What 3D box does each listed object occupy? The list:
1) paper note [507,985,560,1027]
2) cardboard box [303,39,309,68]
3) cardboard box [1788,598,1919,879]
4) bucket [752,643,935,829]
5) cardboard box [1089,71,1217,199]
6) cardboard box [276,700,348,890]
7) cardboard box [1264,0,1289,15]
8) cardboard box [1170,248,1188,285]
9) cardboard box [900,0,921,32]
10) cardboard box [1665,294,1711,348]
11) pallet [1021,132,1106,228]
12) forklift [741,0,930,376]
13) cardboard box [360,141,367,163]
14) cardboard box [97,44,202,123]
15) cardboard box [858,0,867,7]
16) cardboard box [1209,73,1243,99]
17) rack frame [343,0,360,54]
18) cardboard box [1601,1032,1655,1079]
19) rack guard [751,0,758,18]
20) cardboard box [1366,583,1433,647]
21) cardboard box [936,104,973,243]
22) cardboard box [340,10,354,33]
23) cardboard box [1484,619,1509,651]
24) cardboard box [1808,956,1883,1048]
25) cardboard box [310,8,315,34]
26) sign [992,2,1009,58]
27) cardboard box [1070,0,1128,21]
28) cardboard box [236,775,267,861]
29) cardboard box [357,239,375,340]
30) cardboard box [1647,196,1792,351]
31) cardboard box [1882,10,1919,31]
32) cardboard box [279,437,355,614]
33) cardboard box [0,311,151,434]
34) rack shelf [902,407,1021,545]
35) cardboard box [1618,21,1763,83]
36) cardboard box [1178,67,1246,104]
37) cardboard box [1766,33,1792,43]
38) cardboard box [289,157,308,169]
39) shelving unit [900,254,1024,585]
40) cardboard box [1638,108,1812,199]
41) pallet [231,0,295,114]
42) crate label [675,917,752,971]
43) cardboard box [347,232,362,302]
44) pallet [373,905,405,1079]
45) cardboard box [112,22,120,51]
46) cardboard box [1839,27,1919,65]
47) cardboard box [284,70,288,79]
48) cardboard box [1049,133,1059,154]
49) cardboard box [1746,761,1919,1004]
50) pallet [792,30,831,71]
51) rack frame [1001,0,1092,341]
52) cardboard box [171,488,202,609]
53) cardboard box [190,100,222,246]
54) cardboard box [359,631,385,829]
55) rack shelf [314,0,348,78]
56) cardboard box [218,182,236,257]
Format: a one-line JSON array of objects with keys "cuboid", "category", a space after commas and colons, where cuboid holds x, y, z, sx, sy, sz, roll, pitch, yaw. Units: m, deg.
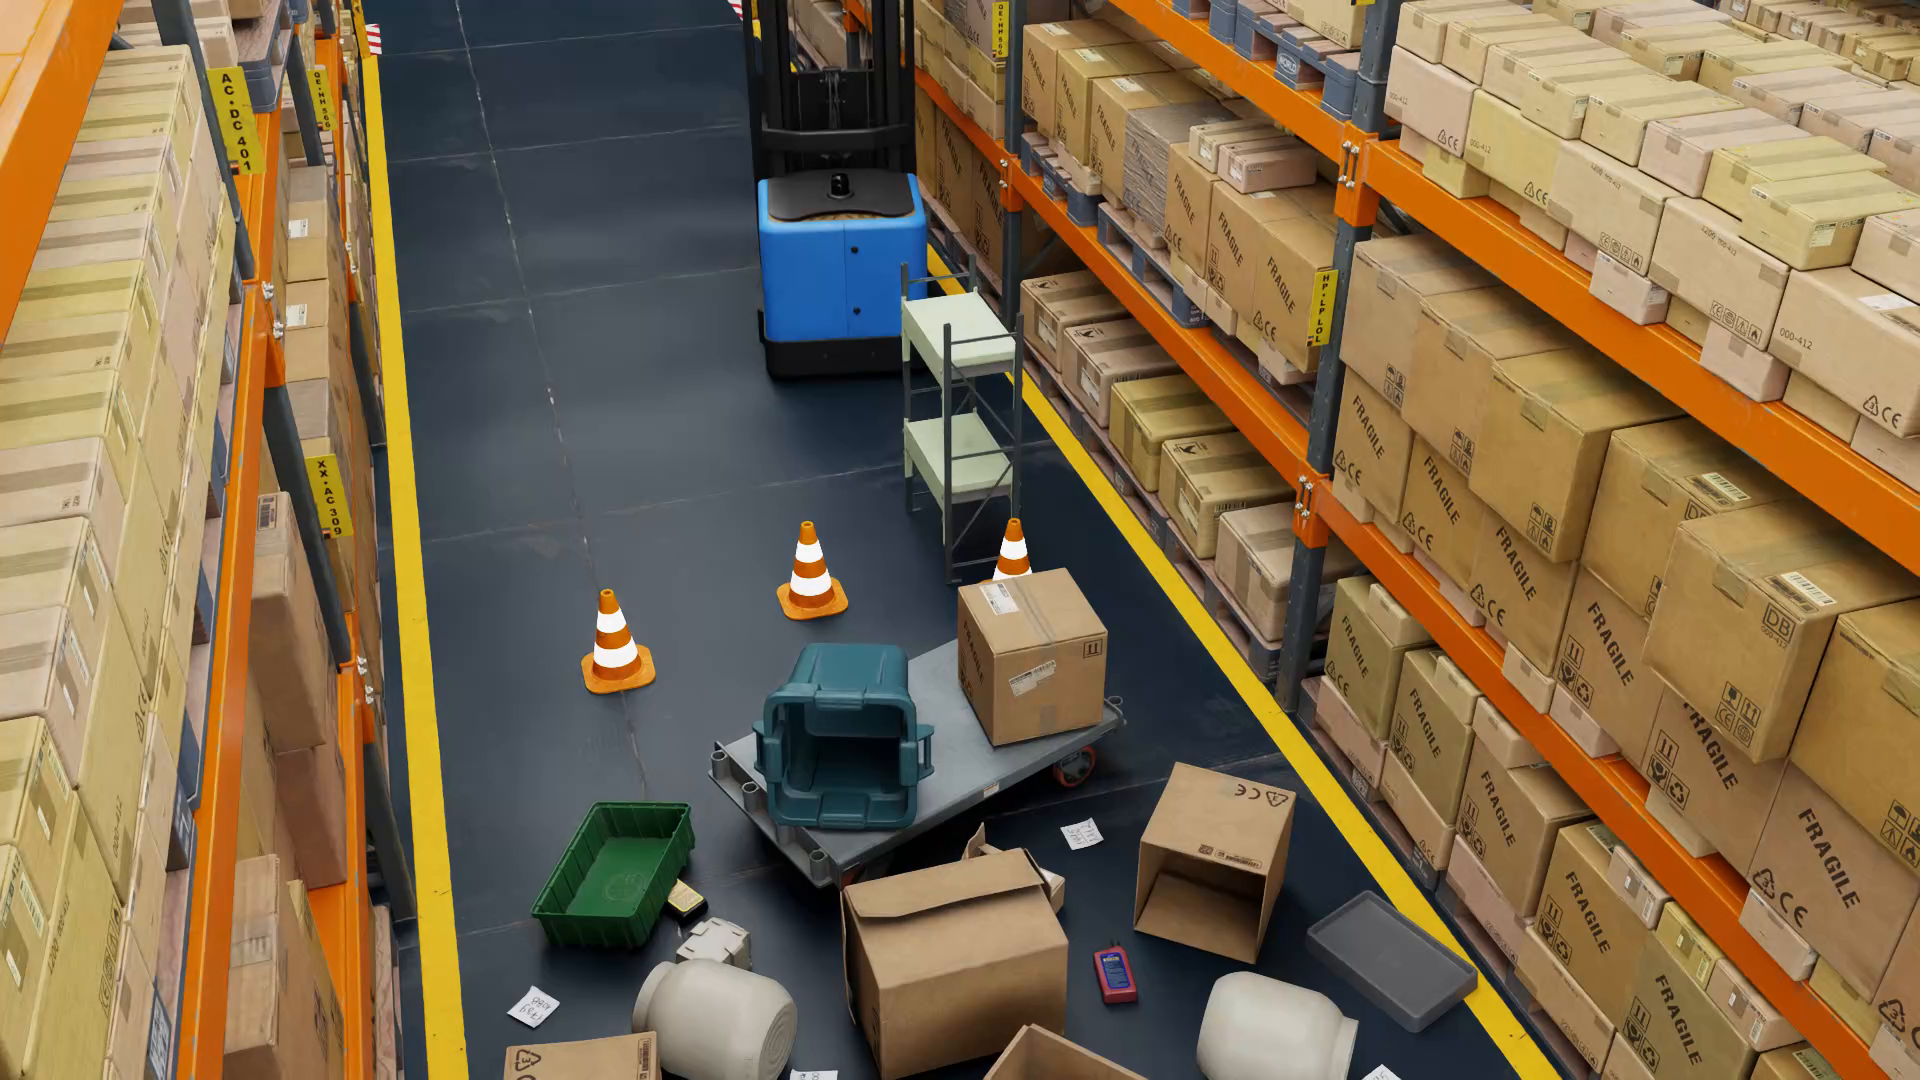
[{"cuboid": [-1.627, 1.780, 6.347, 0.142, 0.020, 0.147, 19, 38, 26], "category": "paper note"}, {"cuboid": [-4.351, -3.058, 10.554, 0.380, 0.149, 0.250, -9, 34, -13], "category": "cardboard box"}, {"cuboid": [2.698, 0.474, 4.364, 0.700, 0.500, 0.500, -10, 35, -14], "category": "cardboard box"}, {"cuboid": [-0.457, 0.756, 6.795, 0.726, 0.611, 0.620, 1, 23, 2], "category": "bucket"}, {"cuboid": [1.020, -2.160, 8.877, 0.500, 0.500, 0.500, -9, 35, -14], "category": "cardboard box"}, {"cuboid": [-2.381, 0.755, 5.070, 0.875, 0.550, 0.550, -10, 35, -15], "category": "cardboard box"}, {"cuboid": [1.523, -2.457, 7.102, 0.500, 0.250, 0.500, -10, 35, -14], "category": "cardboard box"}, {"cuboid": [1.272, -1.377, 8.279, 0.380, 0.149, 0.250, -10, 35, -15], "category": "cardboard box"}, {"cuboid": [-0.115, -3.809, 11.795, 0.500, 0.250, 0.500, -11, 35, -16], "category": "cardboard box"}, {"cuboid": [2.321, -0.675, 4.877, 0.380, 0.149, 0.250, -10, 35, -14], "category": "cardboard box"}, {"cuboid": [1.088, -2.208, 9.865, 1.213, 0.211, 1.003, -10, 35, -15], "category": "pallet"}, {"cuboid": [-0.863, -3.052, 11.030, 1.130, 2.935, 3.031, -3, 34, -5], "category": "forklift"}, {"cuboid": [-4.940, -3.090, 13.230, 0.380, 0.149, 0.250, -12, 35, -17], "category": "cardboard box"}, {"cuboid": [-2.279, -1.217, 4.502, 0.380, 0.149, 0.250, -10, 35, -15], "category": "cardboard box"}, {"cuboid": [-0.569, -4.407, 13.154, 0.500, 0.250, 0.500, -11, 35, -16], "category": "cardboard box"}, {"cuboid": [1.536, -2.445, 8.719, 0.380, 0.149, 0.250, -12, 35, -17], "category": "cardboard box"}, {"cuboid": [-6.355, -5.959, 15.367, 1.000, 3.000, 0.127, -10, 35, -15], "category": "rack frame"}, {"cuboid": [2.556, 1.875, 5.624, 0.500, 0.250, 0.500, -10, 35, -15], "category": "cardboard box"}, {"cuboid": [-1.679, -5.815, 17.415, 1.175, 0.500, 0.348, -10, 35, -15], "category": "rack guard"}, {"cuboid": [1.893, 0.275, 6.777, 0.380, 0.149, 0.250, -10, 35, -14], "category": "cardboard box"}, {"cuboid": [0.369, -2.779, 12.100, 0.875, 0.875, 0.875, -10, 35, -14], "category": "cardboard box"}, {"cuboid": [-5.730, -4.702, 15.129, 0.380, 0.149, 0.250, -11, 35, -16], "category": "cardboard box"}, {"cuboid": [2.169, 0.308, 6.110, 0.380, 0.149, 0.250, -10, 35, -15], "category": "cardboard box"}, {"cuboid": [2.650, 1.248, 4.689, 0.380, 0.149, 0.250, -11, 35, -16], "category": "cardboard box"}, {"cuboid": [-4.745, -3.618, 11.671, 0.380, 0.149, 0.250, -10, 35, -14], "category": "cardboard box"}, {"cuboid": [0.241, -3.033, 9.888, 0.100, 0.325, 0.005, -10, 35, -15], "category": "sign"}, {"cuboid": [0.851, -3.404, 10.502, 0.500, 0.500, 0.500, -11, 35, -16], "category": "cardboard box"}, {"cuboid": [-2.133, 0.880, 3.901, 0.875, 0.550, 0.500, -10, 35, -15], "category": "cardboard box"}, {"cuboid": [-4.044, -1.569, 10.610, 0.500, 0.500, 0.500, -10, 35, -14], "category": "cardboard box"}, {"cuboid": [2.325, -0.781, 4.676, 0.500, 0.250, 0.500, -10, 35, -14], "category": "cardboard box"}, {"cuboid": [6.135, -3.275, 10.626, 0.380, 0.149, 0.250, -11, 35, -16], "category": "cardboard box"}, {"cuboid": [-2.599, -0.022, 6.291, 0.500, 0.500, 0.500, -10, 35, -14], "category": "cardboard box"}, {"cuboid": [-1.738, -0.286, 3.093, 0.380, 0.149, 0.250, -10, 35, -14], "category": "cardboard box"}, {"cuboid": [0.002, -0.350, 8.830, 0.431, 0.370, 0.720, -10, 35, -15], "category": "rack shelf"}, {"cuboid": [2.440, -1.619, 5.582, 0.380, 0.149, 0.250, -9, 35, -14], "category": "cardboard box"}, {"cuboid": [1.495, -2.259, 9.026, 0.500, 0.500, 0.500, -12, 35, -18], "category": "cardboard box"}, {"cuboid": [5.549, -3.090, 10.708, 0.500, 0.250, 0.500, -9, 34, -13], "category": "cardboard box"}, {"cuboid": [-3.859, -2.098, 9.371, 0.380, 0.149, 0.250, -10, 35, -15], "category": "cardboard box"}, {"cuboid": [0.002, -0.622, 8.651, 0.431, 1.500, 0.755, -10, 35, -15], "category": "shelving unit"}, {"cuboid": [2.224, -1.129, 4.841, 0.380, 0.149, 0.250, -11, 35, -15], "category": "cardboard box"}, {"cuboid": [-3.324, -2.016, 6.850, 1.003, 0.211, 1.213, -8, 34, -13], "category": "pallet"}, {"cuboid": [-0.965, 1.617, 6.498, 0.250, 0.136, 0.298, 19, 38, 26], "category": "crate label"}, {"cuboid": [-3.894, -1.607, 9.987, 0.500, 0.250, 0.500, -12, 35, -17], "category": "cardboard box"}, {"cuboid": [-2.537, 1.917, 5.977, 1.003, 0.211, 1.213, -10, 35, -15], "category": "pallet"}, {"cuboid": [-3.439, -1.974, 6.224, 0.500, 0.311, 0.500, -11, 35, -16], "category": "cardboard box"}, {"cuboid": [5.694, -3.044, 10.276, 0.380, 0.149, 0.250, -10, 35, -14], "category": "cardboard box"}, {"cuboid": [-4.026, -2.623, 9.626, 0.380, 0.149, 0.250, -10, 35, -15], "category": "cardboard box"}, {"cuboid": [0.745, -2.359, 9.766, 0.380, 0.149, 0.250, -12, 35, -18], "category": "cardboard box"}, {"cuboid": [2.633, 0.888, 4.645, 0.500, 0.500, 0.500, -10, 35, -15], "category": "cardboard box"}, {"cuboid": [-0.985, -4.635, 15.893, 1.003, 0.211, 1.213, -10, 35, -15], "category": "pallet"}, {"cuboid": [0.769, -2.645, 10.351, 1.000, 3.000, 0.127, -10, 35, -15], "category": "rack frame"}, {"cuboid": [-1.737, 0.047, 3.312, 0.380, 0.149, 0.250, -10, 35, -14], "category": "cardboard box"}, {"cuboid": [-2.300, -0.974, 4.496, 0.500, 0.250, 0.500, -10, 35, -15], "category": "cardboard box"}, {"cuboid": [-2.969, 0.794, 6.807, 1.050, 0.750, 0.750, -10, 35, -15], "category": "cardboard box"}, {"cuboid": [-5.745, -4.609, 13.976, 1.077, 0.370, 4.000, -10, 35, -15], "category": "rack shelf"}, {"cuboid": [-2.279, -0.885, 4.723, 0.380, 0.149, 0.250, -10, 35, -15], "category": "cardboard box"}]
